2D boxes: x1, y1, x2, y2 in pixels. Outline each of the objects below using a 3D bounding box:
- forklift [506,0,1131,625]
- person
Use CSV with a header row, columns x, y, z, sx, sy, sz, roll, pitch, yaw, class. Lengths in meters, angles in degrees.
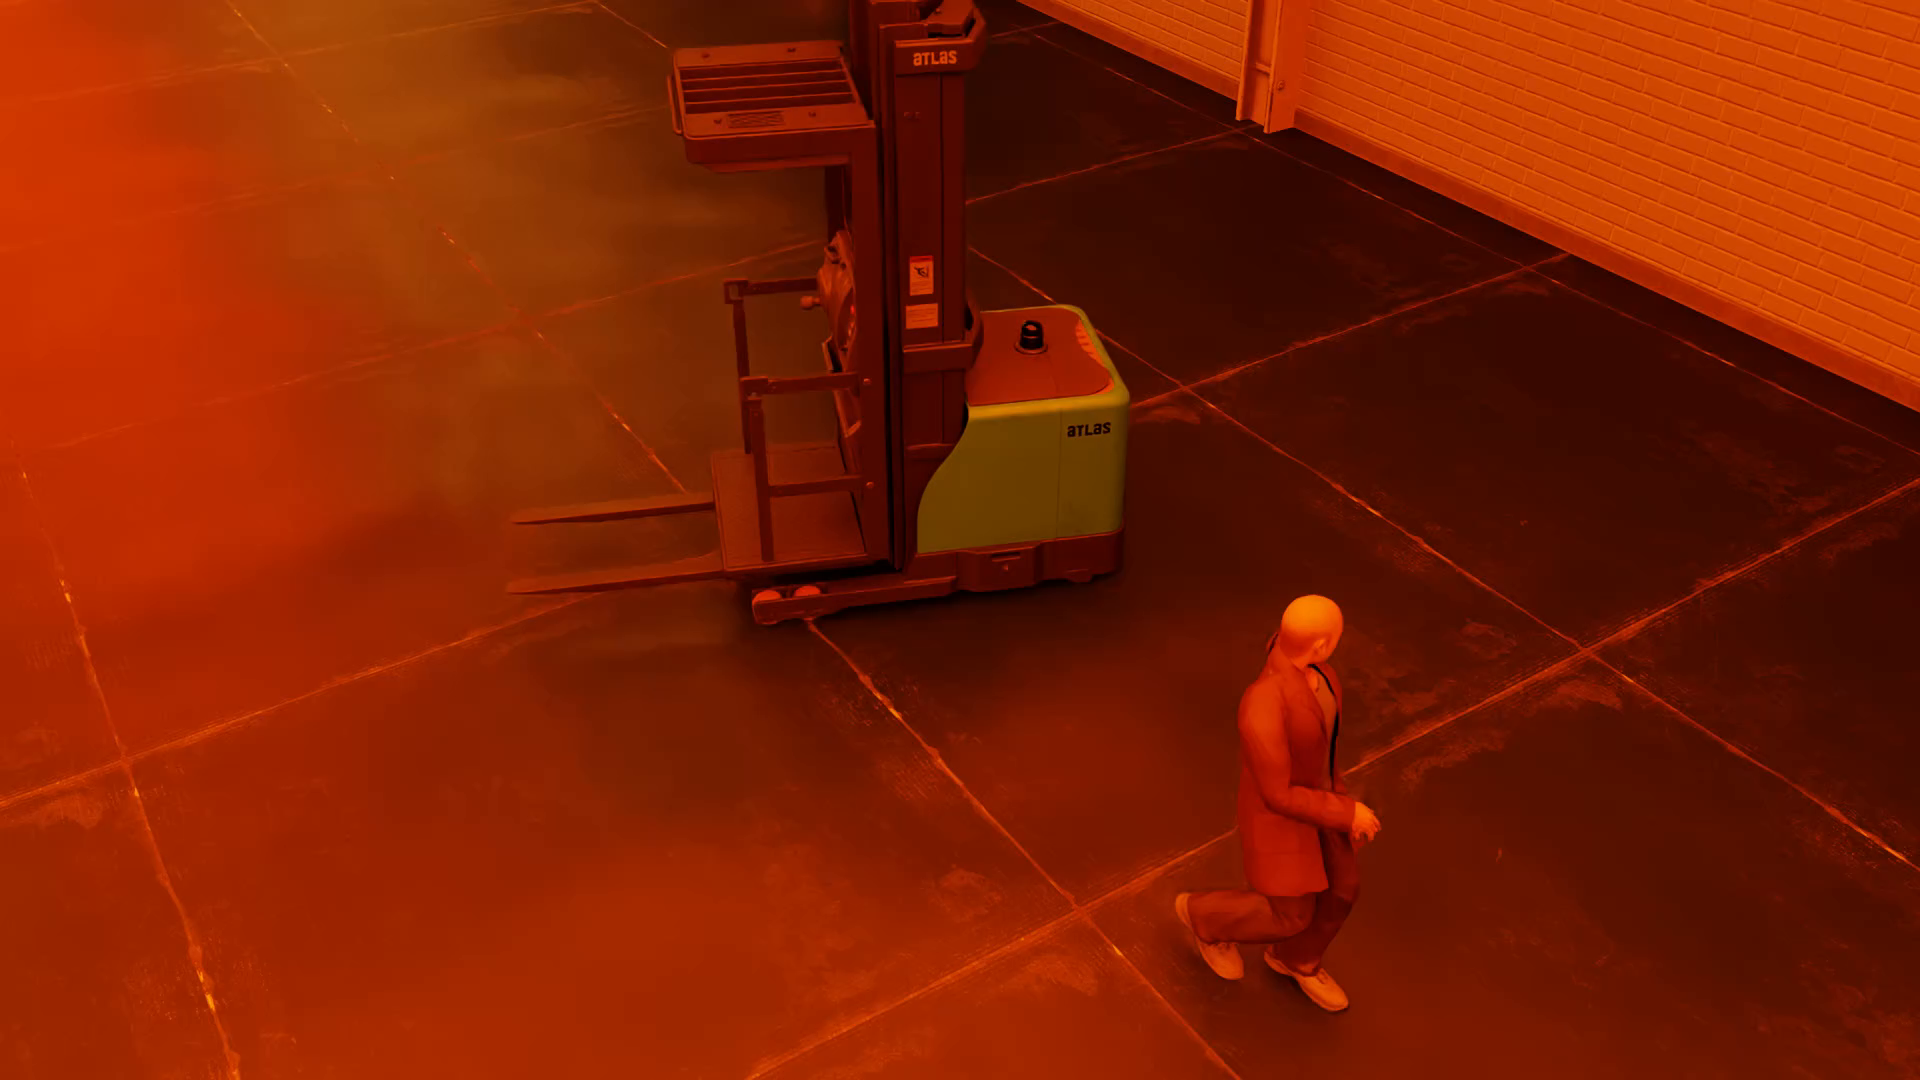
x,y,z,sx,sy,sz,roll,pitch,yaw,class
-0.747,-1.117,7.738,3.031,2.935,1.130,-6,36,-9,forklift
1.201,0.915,5.911,0.688,1.720,0.740,27,43,33,person
